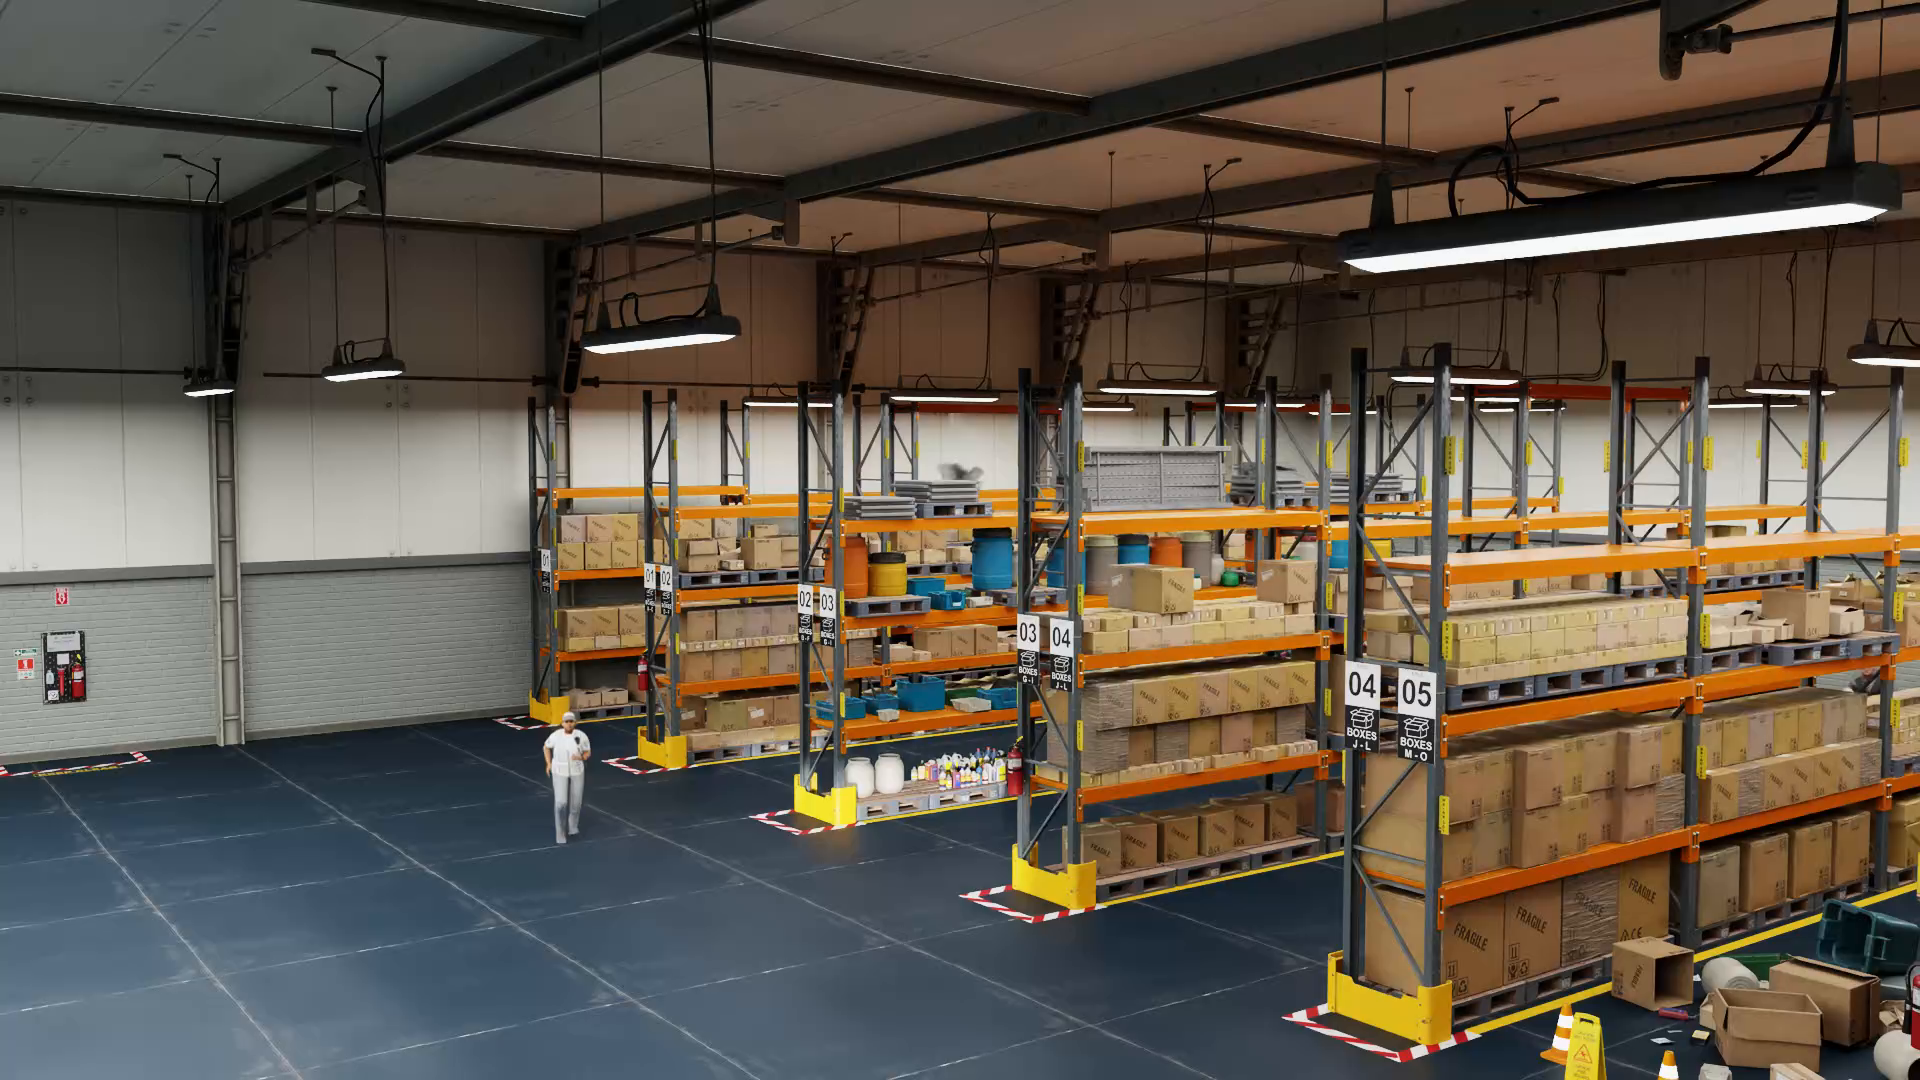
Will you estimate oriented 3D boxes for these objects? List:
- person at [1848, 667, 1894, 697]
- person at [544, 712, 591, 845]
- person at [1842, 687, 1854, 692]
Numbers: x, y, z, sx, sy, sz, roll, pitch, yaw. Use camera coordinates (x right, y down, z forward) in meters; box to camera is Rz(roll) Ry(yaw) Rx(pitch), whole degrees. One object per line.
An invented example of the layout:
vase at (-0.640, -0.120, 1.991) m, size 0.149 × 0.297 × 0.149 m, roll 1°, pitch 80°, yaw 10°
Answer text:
person at (14.420, 2.779, 26.370) m, size 0.701 × 1.687 × 0.778 m, roll 2°, pitch 4°, yaw 29°
person at (-5.064, 3.072, 21.512) m, size 0.574 × 1.712 × 0.703 m, roll -1°, pitch 4°, yaw -19°
person at (12.341, 2.914, 23.081) m, size 0.768 × 1.729 × 0.717 m, roll -2°, pitch 4°, yaw -31°
